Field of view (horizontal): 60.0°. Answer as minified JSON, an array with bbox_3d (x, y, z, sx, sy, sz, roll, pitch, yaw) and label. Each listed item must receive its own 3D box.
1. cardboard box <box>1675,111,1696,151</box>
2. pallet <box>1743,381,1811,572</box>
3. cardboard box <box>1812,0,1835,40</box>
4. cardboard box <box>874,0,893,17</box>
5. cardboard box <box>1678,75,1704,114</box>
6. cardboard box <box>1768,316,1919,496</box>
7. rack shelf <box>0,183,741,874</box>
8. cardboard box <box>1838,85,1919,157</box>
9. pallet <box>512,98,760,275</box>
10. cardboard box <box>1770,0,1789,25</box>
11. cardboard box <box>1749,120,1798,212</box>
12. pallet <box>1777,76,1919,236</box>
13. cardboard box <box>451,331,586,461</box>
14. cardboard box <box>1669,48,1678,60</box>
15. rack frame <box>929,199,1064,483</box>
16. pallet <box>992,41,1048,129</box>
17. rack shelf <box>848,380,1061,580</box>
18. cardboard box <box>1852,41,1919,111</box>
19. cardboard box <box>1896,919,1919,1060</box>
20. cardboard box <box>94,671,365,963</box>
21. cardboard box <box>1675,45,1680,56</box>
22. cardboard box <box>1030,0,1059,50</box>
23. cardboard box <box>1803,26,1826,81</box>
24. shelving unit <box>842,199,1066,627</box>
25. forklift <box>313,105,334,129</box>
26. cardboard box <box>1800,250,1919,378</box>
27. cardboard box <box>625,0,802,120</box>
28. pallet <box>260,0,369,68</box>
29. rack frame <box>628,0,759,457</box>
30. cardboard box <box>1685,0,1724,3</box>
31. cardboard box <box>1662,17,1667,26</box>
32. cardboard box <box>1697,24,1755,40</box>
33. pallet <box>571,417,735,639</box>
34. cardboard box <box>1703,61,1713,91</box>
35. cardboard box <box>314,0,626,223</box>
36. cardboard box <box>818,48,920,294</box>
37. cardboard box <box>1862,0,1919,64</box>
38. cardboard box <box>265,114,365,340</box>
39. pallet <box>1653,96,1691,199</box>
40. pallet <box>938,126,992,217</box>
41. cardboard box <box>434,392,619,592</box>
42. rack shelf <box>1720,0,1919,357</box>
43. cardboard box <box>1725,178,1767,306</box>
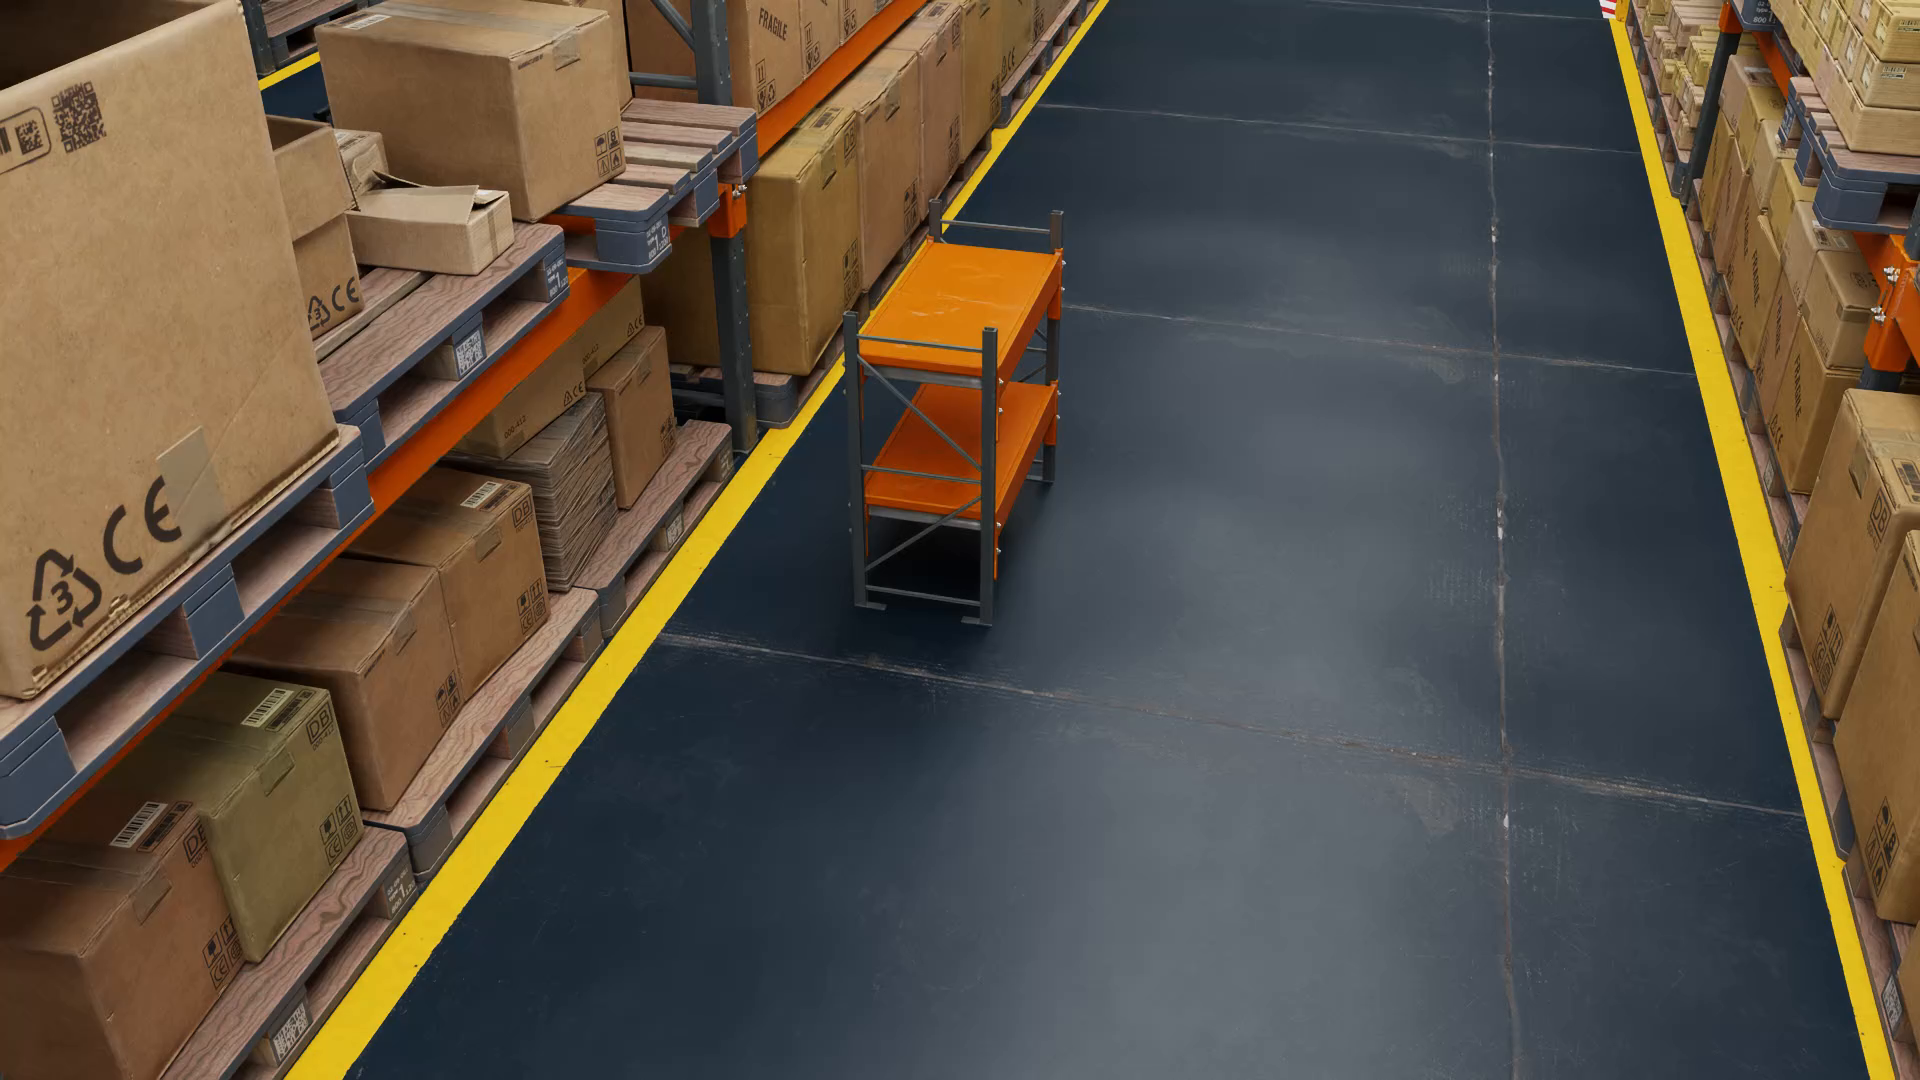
[{"bbox_3d":[4.225,-2.278,9.304,0.380,0.149,0.250,8,33,13],"label":"cardboard box"},{"bbox_3d":[3.639,-0.207,6.379,1.003,0.211,1.213,8,33,12],"label":"pallet"},{"bbox_3d":[3.319,-1.899,6.007,0.380,0.149,0.250,8,33,12],"label":"cardboard box"},{"bbox_3d":[-0.562,-2.757,7.698,0.500,0.500,0.500,8,33,13],"label":"cardboard box"},{"bbox_3d":[4.284,-2.503,9.380,0.380,0.149,0.250,6,33,10],"label":"cardboard box"},{"bbox_3d":[3.354,-0.478,6.145,0.500,0.500,0.500,8,33,12],"label":"cardboard box"},{"bbox_3d":[-1.840,-0.365,4.699,1.077,0.370,4.000,8,33,12],"label":"rack shelf"},{"bbox_3d":[3.120,-1.368,5.449,0.380,0.149,0.250,9,33,13],"label":"cardboard box"},{"bbox_3d":[-1.410,-1.241,5.585,1.213,0.211,1.003,8,33,12],"label":"pallet"},{"bbox_3d":[3.517,-2.175,6.718,0.380,0.149,0.250,7,33,10],"label":"cardboard box"},{"bbox_3d":[3.745,-1.605,7.218,0.500,0.250,0.500,9,34,14],"label":"cardboard box"},{"bbox_3d":[3.517,-1.282,5.650,1.213,0.211,1.003,8,33,12],"label":"pallet"},{"bbox_3d":[-1.598,-0.525,5.501,0.500,0.250,0.500,12,34,18],"label":"cardboard box"},{"bbox_3d":[4.619,-2.942,10.347,0.380,0.149,0.250,9,33,13],"label":"cardboard box"},{"bbox_3d":[0.131,-0.742,6.369,0.500,1.125,0.032,8,33,12],"label":"rack frame"},{"bbox_3d":[-0.049,-2.989,10.755,1.003,0.211,1.213,8,33,12],"label":"pallet"},{"bbox_3d":[0.002,-0.272,6.085,0.538,0.278,1.000,8,33,12],"label":"rack shelf"},{"bbox_3d":[3.125,-1.494,5.369,0.380,0.149,0.250,9,33,13],"label":"cardboard box"},{"bbox_3d":[2.744,1.035,3.532,1.050,0.750,0.750,8,33,12],"label":"cardboard box"},{"bbox_3d":[-2.032,0.678,4.308,0.700,0.500,0.500,8,33,12],"label":"cardboard box"},{"bbox_3d":[4.627,-3.032,10.213,0.380,0.149,0.250,6,33,10],"label":"cardboard box"},{"bbox_3d":[0.156,-3.861,11.117,0.875,0.875,0.875,8,33,12],"label":"cardboard box"},{"bbox_3d":[3.317,-1.759,6.064,0.380,0.149,0.250,8,33,12],"label":"cardboard box"},{"bbox_3d":[0.002,-0.478,5.954,0.538,1.125,1.048,8,33,12],"label":"shelving unit"},{"bbox_3d":[-2.944,-1.649,6.112,1.130,2.935,3.031,8,33,13],"label":"forklift"},{"bbox_3d":[3.360,-0.808,5.965,0.500,0.250,0.500,7,33,11],"label":"cardboard box"},{"bbox_3d":[-0.946,-1.964,6.450,0.500,0.500,0.500,9,34,14],"label":"cardboard box"},{"bbox_3d":[-4.959,-3.667,11.821,1.003,0.211,1.213,8,33,12],"label":"pallet"},{"bbox_3d":[-1.332,-1.706,6.138,1.000,3.000,0.127,8,33,12],"label":"rack frame"},{"bbox_3d":[4.722,-3.301,10.357,0.380,0.149,0.250,8,33,12],"label":"cardboard box"},{"bbox_3d":[4.840,-3.336,10.968,0.380,0.149,0.250,8,33,12],"label":"cardboard box"},{"bbox_3d":[4.517,-2.892,9.714,0.380,0.149,0.250,9,34,14],"label":"cardboard box"},{"bbox_3d":[-1.532,-0.124,6.249,1.003,0.211,1.213,8,33,12],"label":"pallet"},{"bbox_3d":[4.293,-2.500,9.097,0.380,0.149,0.250,9,34,14],"label":"cardboard box"},{"bbox_3d":[-1.476,-1.337,5.072,0.700,0.500,0.500,13,35,19],"label":"cardboard box"},{"bbox_3d":[-0.903,-1.804,7.880,1.225,0.875,0.875,8,33,13],"label":"cardboard box"},{"bbox_3d":[3.121,-1.618,5.287,0.380,0.149,0.250,7,33,10],"label":"cardboard box"},{"bbox_3d":[-1.997,-0.764,4.168,0.797,0.503,0.637,11,34,17],"label":"cardboard box"},{"bbox_3d":[4.591,-2.231,9.563,1.003,0.211,1.213,8,33,12],"label":"pallet"},{"bbox_3d":[-0.440,-2.195,9.506,1.003,0.211,1.213,8,33,12],"label":"pallet"},{"bbox_3d":[-1.611,-0.197,5.684,0.700,0.500,0.500,5,33,8],"label":"cardboard box"},{"bbox_3d":[3.947,-1.713,6.819,1.077,0.370,4.000,8,33,12],"label":"rack shelf"},{"bbox_3d":[3.758,-1.281,7.408,0.500,0.500,0.500,9,33,13],"label":"cardboard box"}]
